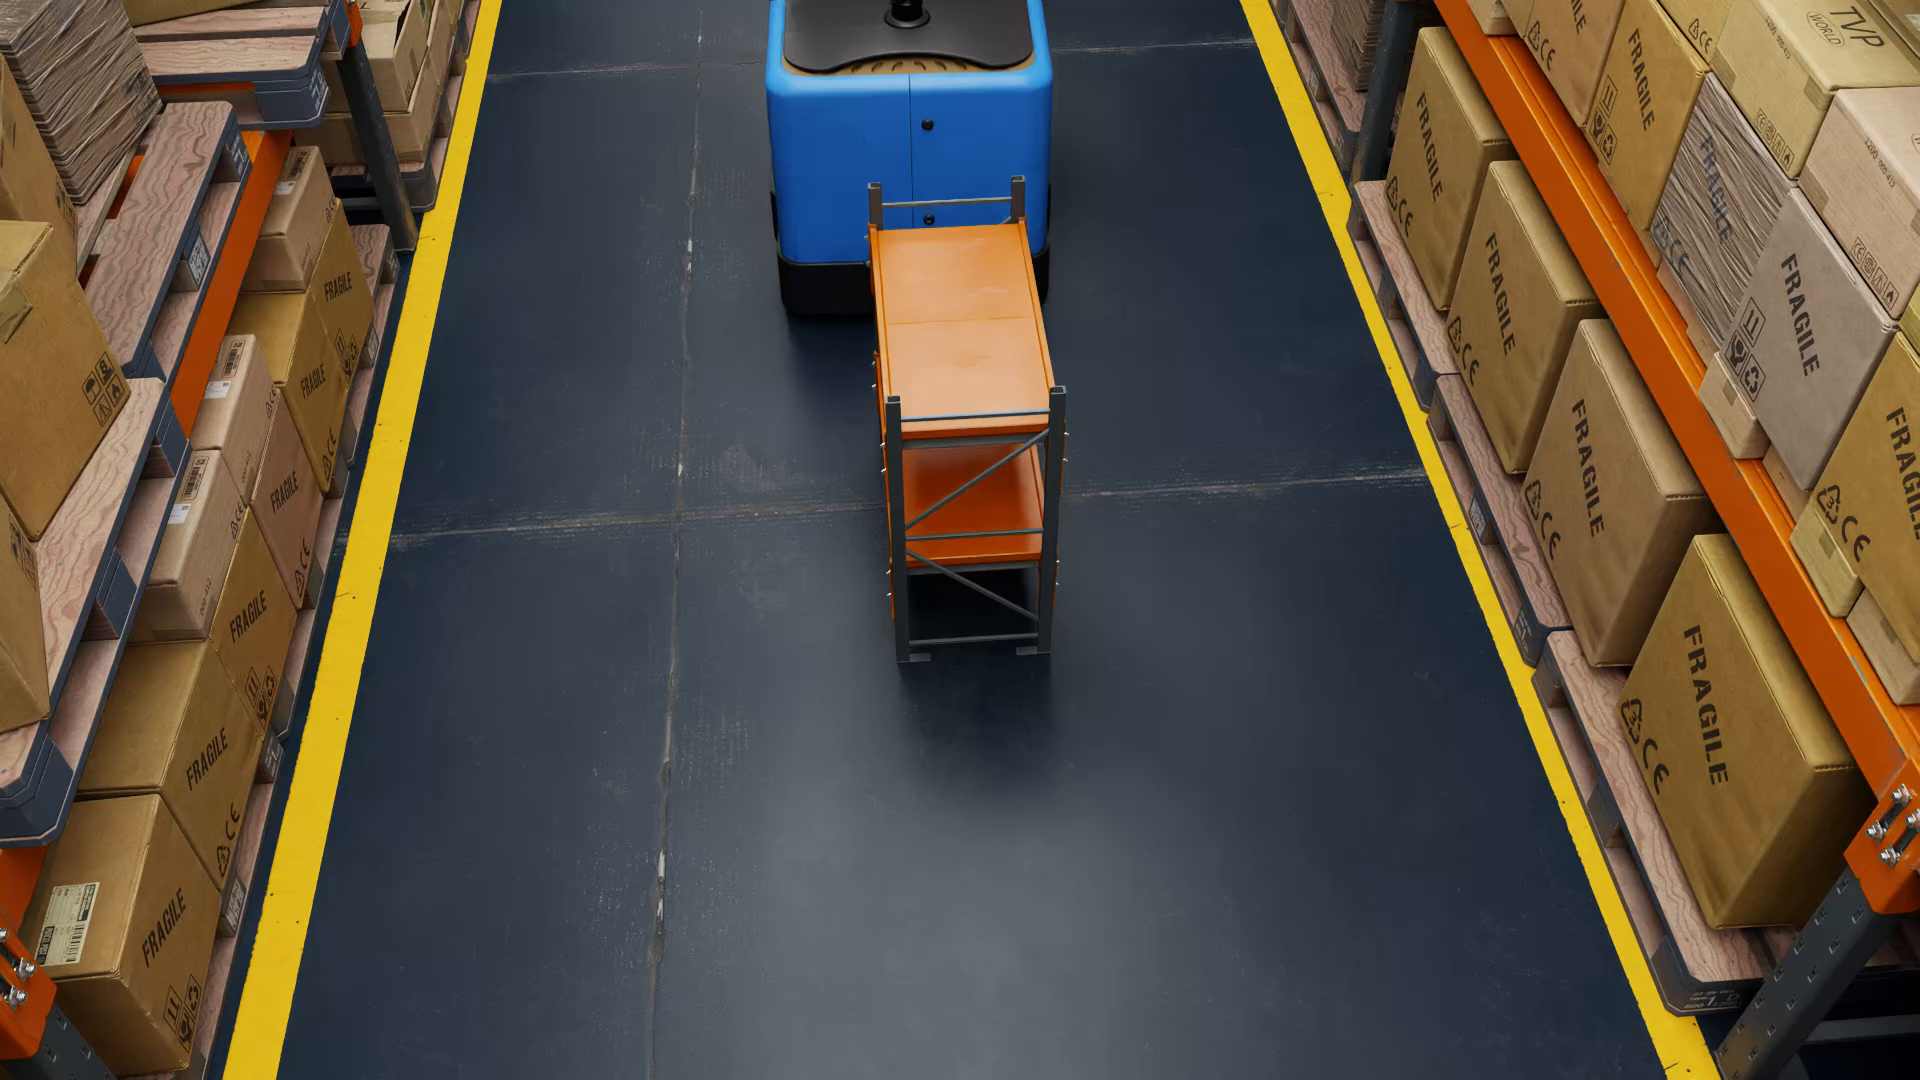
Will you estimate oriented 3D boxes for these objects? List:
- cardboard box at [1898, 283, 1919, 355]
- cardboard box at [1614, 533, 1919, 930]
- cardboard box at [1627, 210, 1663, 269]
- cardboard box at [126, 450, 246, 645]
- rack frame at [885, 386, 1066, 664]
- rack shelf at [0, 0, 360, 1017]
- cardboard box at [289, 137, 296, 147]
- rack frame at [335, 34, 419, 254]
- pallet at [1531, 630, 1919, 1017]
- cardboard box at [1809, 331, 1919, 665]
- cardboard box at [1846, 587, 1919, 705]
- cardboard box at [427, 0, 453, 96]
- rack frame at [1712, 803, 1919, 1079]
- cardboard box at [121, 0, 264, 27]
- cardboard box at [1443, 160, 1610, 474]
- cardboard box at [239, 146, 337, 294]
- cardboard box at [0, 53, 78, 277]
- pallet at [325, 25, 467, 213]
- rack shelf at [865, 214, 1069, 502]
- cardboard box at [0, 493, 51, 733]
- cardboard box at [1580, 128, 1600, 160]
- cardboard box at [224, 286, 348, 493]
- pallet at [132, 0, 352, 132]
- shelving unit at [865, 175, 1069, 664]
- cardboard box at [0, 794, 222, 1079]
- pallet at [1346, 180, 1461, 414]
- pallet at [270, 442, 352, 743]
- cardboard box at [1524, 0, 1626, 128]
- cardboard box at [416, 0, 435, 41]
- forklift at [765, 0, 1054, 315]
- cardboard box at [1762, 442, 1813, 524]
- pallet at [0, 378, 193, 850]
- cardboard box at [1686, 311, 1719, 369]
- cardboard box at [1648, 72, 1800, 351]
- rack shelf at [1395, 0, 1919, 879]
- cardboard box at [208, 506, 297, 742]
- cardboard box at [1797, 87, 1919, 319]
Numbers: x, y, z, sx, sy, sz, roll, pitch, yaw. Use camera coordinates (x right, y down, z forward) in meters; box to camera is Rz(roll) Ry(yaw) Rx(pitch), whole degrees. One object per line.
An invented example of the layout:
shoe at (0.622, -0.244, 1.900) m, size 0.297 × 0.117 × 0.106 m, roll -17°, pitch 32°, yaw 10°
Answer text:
cardboard box at (2.220, -0.366, 3.226) m, size 0.500 × 0.250 × 0.500 m, roll -2°, pitch 47°, yaw -2°
cardboard box at (2.330, 0.490, 4.411) m, size 0.750 × 0.750 × 0.750 m, roll -3°, pitch 47°, yaw -3°
cardboard box at (2.130, -0.905, 4.700) m, size 0.380 × 0.149 × 0.250 m, roll -2°, pitch 47°, yaw -2°
cardboard box at (-2.303, 0.024, 4.564) m, size 0.500 × 0.250 × 0.500 m, roll -3°, pitch 47°, yaw -3°
rack frame at (0.043, -0.014, 4.989) m, size 0.500 × 1.125 × 0.032 m, roll -3°, pitch 47°, yaw -3°
rack shelf at (-2.589, -0.538, 4.689) m, size 1.077 × 0.370 × 4.000 m, roll -3°, pitch 47°, yaw -3°
cardboard box at (-3.044, -1.797, 6.990) m, size 0.500 × 0.250 × 0.500 m, roll -2°, pitch 47°, yaw -2°
rack frame at (-2.757, -2.232, 5.798) m, size 1.000 × 3.000 × 0.127 m, roll -3°, pitch 47°, yaw -3°
pallet at (2.375, 0.763, 4.882) m, size 1.003 × 0.211 × 1.213 m, roll -3°, pitch 47°, yaw -3°
cardboard box at (2.224, -0.104, 3.495) m, size 0.500 × 0.500 × 0.500 m, roll -4°, pitch 47°, yaw -4°
cardboard box at (2.204, 0.210, 3.644) m, size 0.380 × 0.149 × 0.250 m, roll -3°, pitch 47°, yaw -3°
cardboard box at (-2.551, -2.192, 7.364) m, size 0.500 × 0.250 × 0.500 m, roll -5°, pitch 47°, yaw -4°
rack frame at (2.514, 0.358, 3.345) m, size 1.000 × 3.000 × 0.127 m, roll -3°, pitch 47°, yaw -3°
cardboard box at (-2.591, -1.962, 5.184) m, size 0.700 × 0.500 × 0.500 m, roll -18°, pitch 49°, yaw -16°
cardboard box at (2.177, -0.767, 5.602) m, size 0.750 × 0.750 × 0.750 m, roll -4°, pitch 47°, yaw -3°
cardboard box at (-2.435, -1.079, 5.608) m, size 0.500 × 0.250 × 0.500 m, roll -2°, pitch 47°, yaw -2°
cardboard box at (-2.631, -0.791, 4.076) m, size 0.700 × 0.500 × 0.500 m, roll -14°, pitch 48°, yaw -13°
pallet at (-2.787, -1.871, 7.377) m, size 1.003 × 0.211 × 1.213 m, roll -3°, pitch 47°, yaw -3°
rack shelf at (0.001, -0.583, 5.124) m, size 0.538 × 0.278 × 1.000 m, roll -3°, pitch 47°, yaw -3°
cardboard box at (-2.238, 0.127, 3.206) m, size 0.700 × 0.500 × 0.500 m, roll -18°, pitch 49°, yaw -16°
cardboard box at (2.112, -1.275, 5.051) m, size 0.380 × 0.149 × 0.250 m, roll -3°, pitch 47°, yaw -3°
cardboard box at (-2.401, -0.487, 5.564) m, size 0.500 × 0.500 × 0.500 m, roll -5°, pitch 47°, yaw -5°
pallet at (-2.630, -1.680, 5.407) m, size 1.213 × 0.211 × 1.003 m, roll -3°, pitch 47°, yaw -3°
shelving unit at (0.001, -0.382, 5.337) m, size 0.538 × 1.125 × 1.048 m, roll -3°, pitch 47°, yaw -3°
cardboard box at (-2.219, 1.005, 4.151) m, size 0.500 × 0.500 × 0.500 m, roll -5°, pitch 47°, yaw -5°
pallet at (2.170, -1.002, 6.554) m, size 1.003 × 0.211 × 1.213 m, roll -3°, pitch 47°, yaw -3°
pallet at (-2.633, 0.150, 5.463) m, size 1.003 × 0.211 × 1.213 m, roll -3°, pitch 47°, yaw -3°
cardboard box at (2.040, -1.574, 4.887) m, size 0.500 × 0.500 × 0.500 m, roll -4°, pitch 47°, yaw -3°
cardboard box at (-2.560, -2.400, 7.176) m, size 0.500 × 0.311 × 0.500 m, roll -5°, pitch 47°, yaw -4°
forklift at (-0.242, -2.948, 6.523) m, size 1.130 × 2.935 × 3.031 m, roll -2°, pitch 47°, yaw -2°
cardboard box at (2.183, -0.161, 3.996) m, size 0.380 × 0.149 × 0.250 m, roll -2°, pitch 47°, yaw -2°
pallet at (-2.380, 0.143, 3.681) m, size 1.003 × 0.211 × 1.213 m, roll -3°, pitch 47°, yaw -3°
cardboard box at (2.147, -0.530, 4.345) m, size 0.380 × 0.149 × 0.250 m, roll -3°, pitch 47°, yaw -3°
cardboard box at (2.138, -0.837, 4.189) m, size 0.500 × 0.500 × 0.500 m, roll -3°, pitch 47°, yaw -3°
rack shelf at (2.347, -0.842, 4.977) m, size 1.077 × 0.370 × 4.000 m, roll -3°, pitch 47°, yaw -3°
cardboard box at (-2.309, 0.258, 4.858) m, size 0.500 × 0.500 × 0.500 m, roll -3°, pitch 47°, yaw -3°
cardboard box at (2.187, -0.736, 3.577) m, size 0.500 × 0.250 × 0.500 m, roll -3°, pitch 47°, yaw -2°
